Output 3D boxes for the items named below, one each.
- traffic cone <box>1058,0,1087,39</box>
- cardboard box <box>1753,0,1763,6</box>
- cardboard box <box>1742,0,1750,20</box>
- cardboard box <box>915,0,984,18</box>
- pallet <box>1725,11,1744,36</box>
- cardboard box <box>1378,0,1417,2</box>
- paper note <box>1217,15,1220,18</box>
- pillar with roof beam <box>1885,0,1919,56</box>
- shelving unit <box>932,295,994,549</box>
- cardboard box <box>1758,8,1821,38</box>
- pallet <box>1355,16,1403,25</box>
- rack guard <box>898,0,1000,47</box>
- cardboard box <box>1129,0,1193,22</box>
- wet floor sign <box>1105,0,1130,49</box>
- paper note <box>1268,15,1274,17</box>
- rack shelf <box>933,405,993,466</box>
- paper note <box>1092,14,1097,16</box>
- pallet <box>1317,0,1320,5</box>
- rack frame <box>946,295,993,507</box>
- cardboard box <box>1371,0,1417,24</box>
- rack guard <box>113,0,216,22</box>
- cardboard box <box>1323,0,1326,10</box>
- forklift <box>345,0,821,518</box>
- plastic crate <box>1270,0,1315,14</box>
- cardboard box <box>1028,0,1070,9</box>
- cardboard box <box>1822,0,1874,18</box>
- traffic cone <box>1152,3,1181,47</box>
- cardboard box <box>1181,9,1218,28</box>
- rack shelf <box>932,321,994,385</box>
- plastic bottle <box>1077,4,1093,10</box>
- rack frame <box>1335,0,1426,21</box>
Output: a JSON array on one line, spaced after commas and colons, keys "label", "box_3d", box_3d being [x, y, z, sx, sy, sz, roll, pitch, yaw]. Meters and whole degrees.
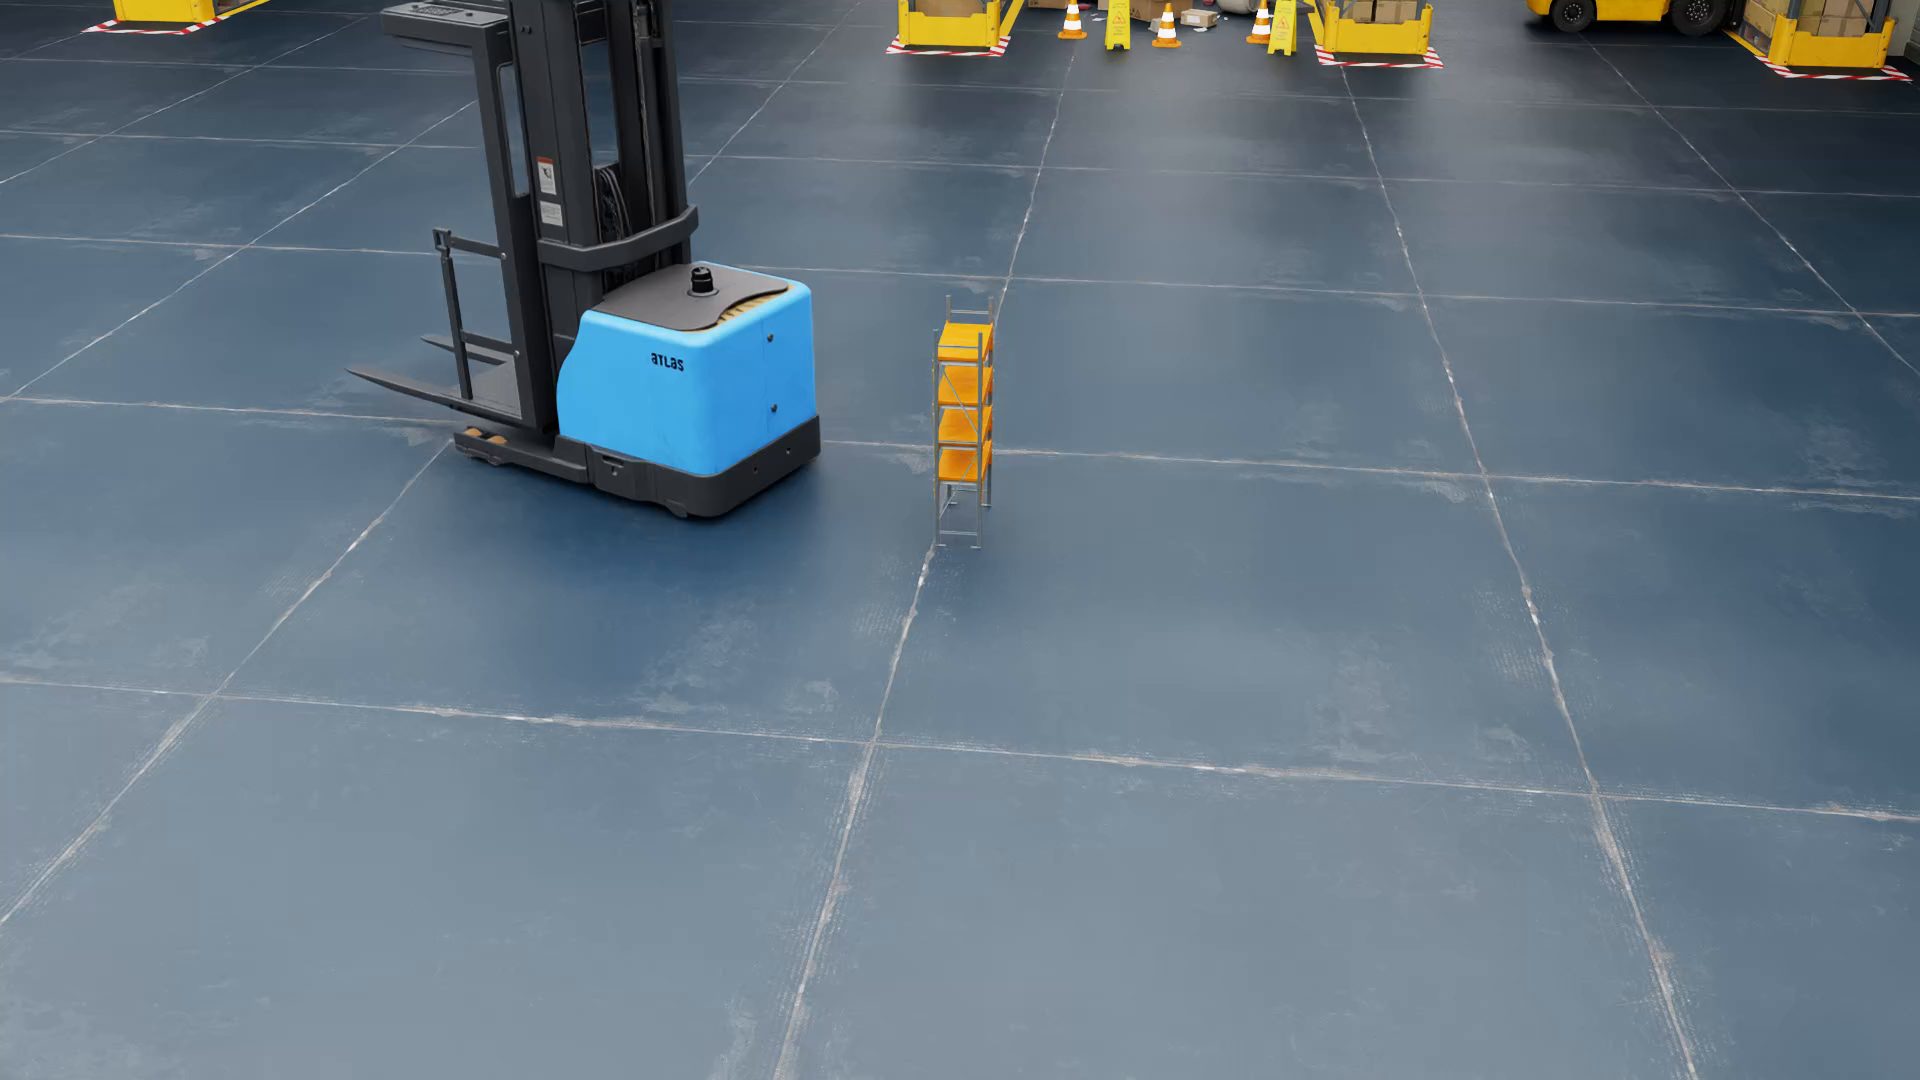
[{"label": "traffic cone", "box_3d": [1.353, -6.270, 19.900, 0.336, 0.463, 0.334, 3, 28, 6]}, {"label": "cardboard box", "box_3d": [9.552, -6.370, 19.340, 0.500, 0.250, 0.500, 3, 28, 6]}, {"label": "cardboard box", "box_3d": [9.615, -6.375, 19.877, 0.500, 0.250, 0.500, 4, 29, 7]}, {"label": "cardboard box", "box_3d": [-0.104, -6.792, 19.992, 0.875, 0.875, 0.875, 4, 29, 6]}, {"label": "pallet", "box_3d": [9.934, -6.400, 20.407, 1.003, 0.211, 1.213, 3, 28, 6]}, {"label": "cardboard box", "box_3d": [5.179, -6.659, 19.613, 0.500, 0.500, 0.500, 2, 28, 4]}, {"label": "paper note", "box_3d": [3.197, -6.619, 21.016, 0.148, 0.019, 0.142, 14, 31, 24]}, {"label": "pillar with roof beam", "box_3d": [6.438, -9.859, 17.563, 9.100, 9.000, 0.400, 3, 28, 6]}, {"label": "shelving unit", "box_3d": [0.020, -0.606, 8.610, 0.258, 1.200, 0.503, 3, 28, 6]}, {"label": "cardboard box", "box_3d": [9.474, -5.906, 19.007, 0.500, 0.250, 0.500, 4, 29, 7]}, {"label": "pallet", "box_3d": [4.947, -6.168, 19.976, 1.003, 0.211, 1.213, 3, 28, 6]}, {"label": "rack guard", "box_3d": [-0.125, -6.108, 19.560, 1.175, 0.500, 0.348, 3, 28, 6]}, {"label": "cardboard box", "box_3d": [2.506, -6.854, 20.942, 0.797, 0.503, 0.637, -17, 33, -29]}, {"label": "wet floor sign", "box_3d": [1.840, -6.054, 19.307, 0.267, 0.644, 0.232, -1, 28, -3]}, {"label": "paper note", "box_3d": [3.911, -6.637, 21.038, 0.142, 0.019, 0.148, -6, 29, -11]}, {"label": "rack shelf", "box_3d": [0.020, -0.547, 8.642, 0.258, 0.148, 0.480, 3, 28, 6]}, {"label": "paper note", "box_3d": [1.712, -6.676, 21.131, 0.032, 0.001, 0.123, 20, 34, 32]}, {"label": "pallet", "box_3d": [5.246, -7.316, 22.108, 1.003, 0.211, 1.213, 3, 28, 6]}, {"label": "rack frame", "box_3d": [0.050, -0.721, 8.823, 0.240, 1.200, 0.015, 3, 28, 6]}, {"label": "cardboard box", "box_3d": [5.177, -6.317, 19.770, 0.500, 0.250, 0.500, 3, 28, 6]}, {"label": "rack guard", "box_3d": [-9.985, -6.781, 20.810, 1.175, 0.500, 0.348, 3, 28, 6]}, {"label": "cardboard box", "box_3d": [4.707, -6.593, 20.282, 0.500, 0.250, 0.500, 3, 29, 6]}, {"label": "forklift", "box_3d": [-2.325, -1.915, 9.214, 3.031, 2.935, 1.130, 16, 32, 27]}, {"label": "plastic crate", "box_3d": [4.287, -6.885, 21.446, 0.402, 0.080, 0.583, -6, 29, -11]}, {"label": "cardboard box", "box_3d": [1.197, -7.213, 21.608, 0.500, 0.500, 0.500, 8, 29, 15]}, {"label": "cardboard box", "box_3d": [9.994, -6.096, 18.832, 0.500, 0.250, 0.500, 4, 29, 7]}, {"label": "traffic cone", "box_3d": [2.433, -6.044, 19.481, 0.336, 0.463, 0.334, 3, 28, 6]}, {"label": "cardboard box", "box_3d": [2.959, -6.458, 20.581, 0.380, 0.149, 0.250, 20, 34, 32]}, {"label": "rack shelf", "box_3d": [0.020, -0.952, 8.424, 0.258, 0.148, 0.480, 3, 28, 6]}, {"label": "plastic bottle", "box_3d": [1.560, -6.878, 21.453, 0.283, 0.061, 0.133, -6, 29, -11]}, {"label": "rack frame", "box_3d": [4.803, -6.979, 18.542, 1.000, 3.000, 0.127, 3, 28, 6]}]
